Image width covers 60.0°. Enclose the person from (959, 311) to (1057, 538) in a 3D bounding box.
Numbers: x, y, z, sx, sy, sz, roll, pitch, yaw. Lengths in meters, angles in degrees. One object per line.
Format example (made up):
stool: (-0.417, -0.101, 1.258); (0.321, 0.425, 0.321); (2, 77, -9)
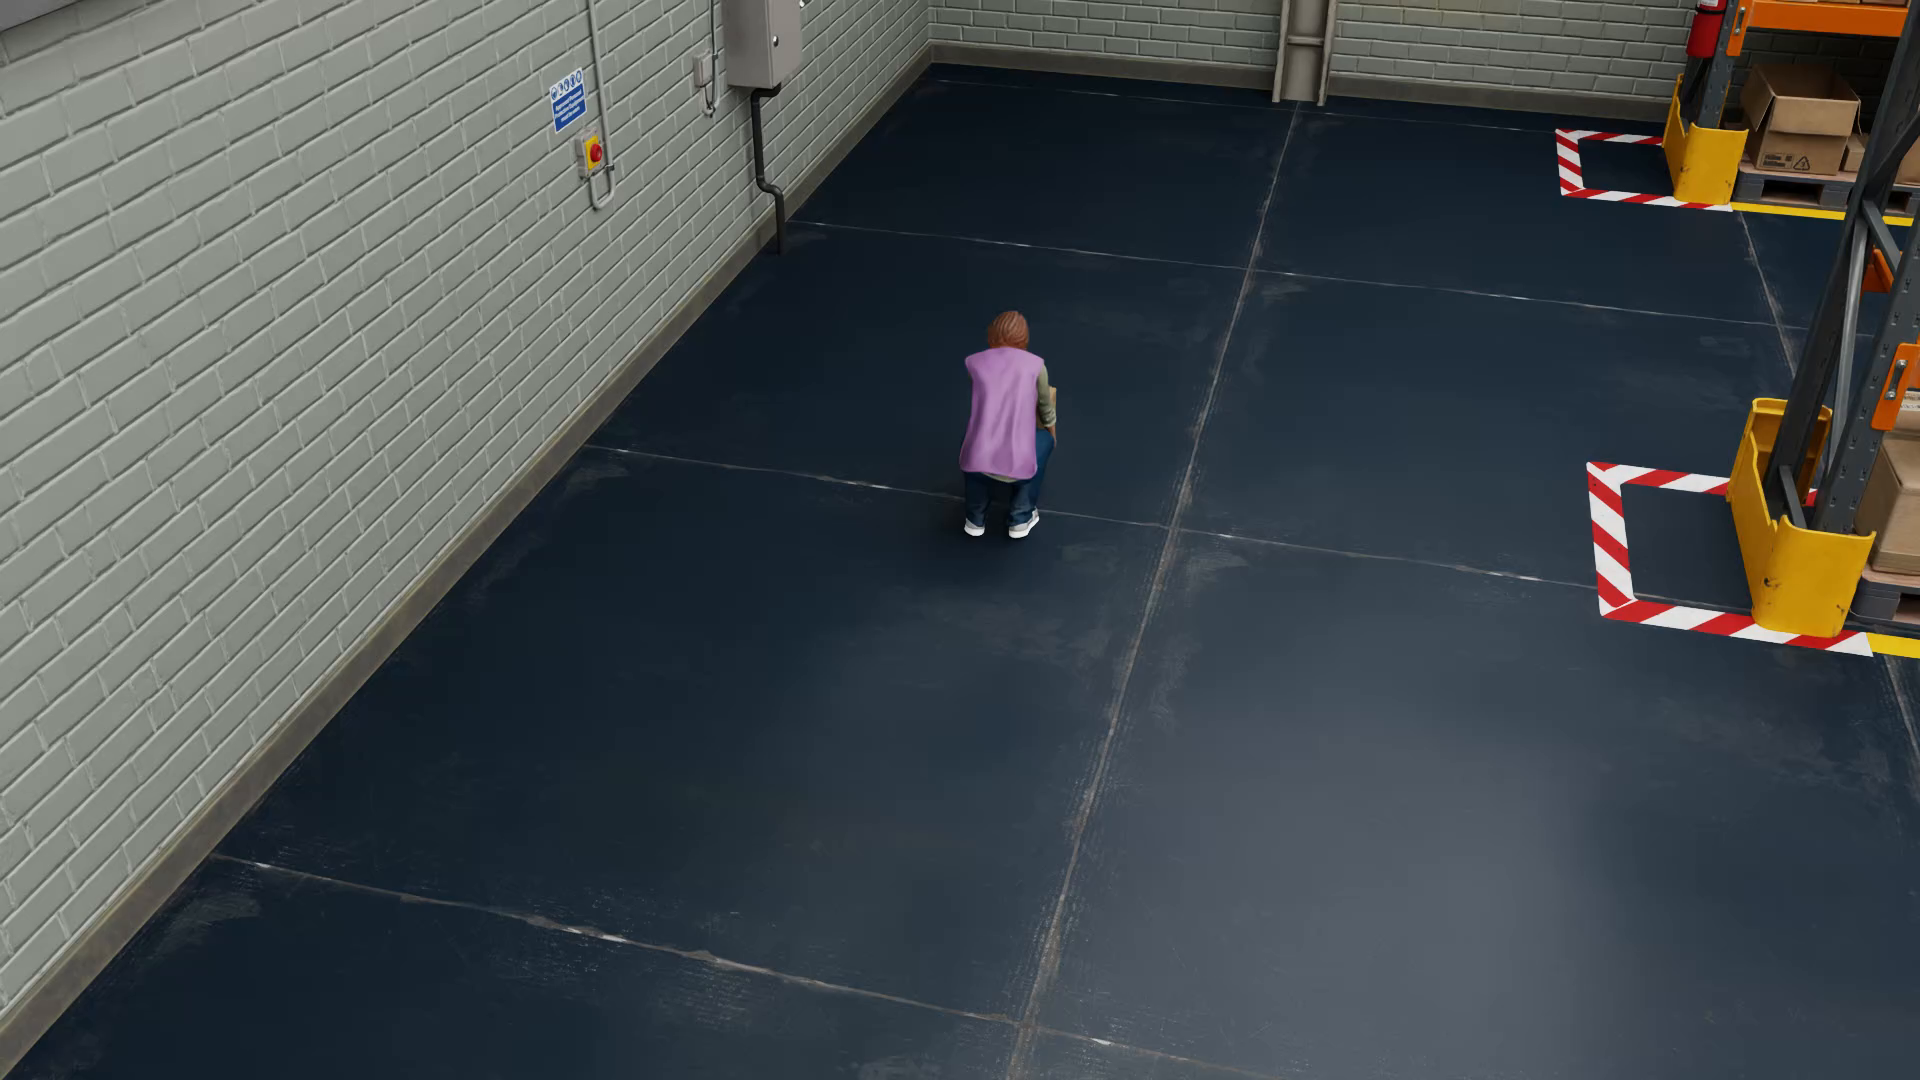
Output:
person: (0.214, -0.503, 7.544); (0.418, 0.917, 0.811); (7, 34, 11)
